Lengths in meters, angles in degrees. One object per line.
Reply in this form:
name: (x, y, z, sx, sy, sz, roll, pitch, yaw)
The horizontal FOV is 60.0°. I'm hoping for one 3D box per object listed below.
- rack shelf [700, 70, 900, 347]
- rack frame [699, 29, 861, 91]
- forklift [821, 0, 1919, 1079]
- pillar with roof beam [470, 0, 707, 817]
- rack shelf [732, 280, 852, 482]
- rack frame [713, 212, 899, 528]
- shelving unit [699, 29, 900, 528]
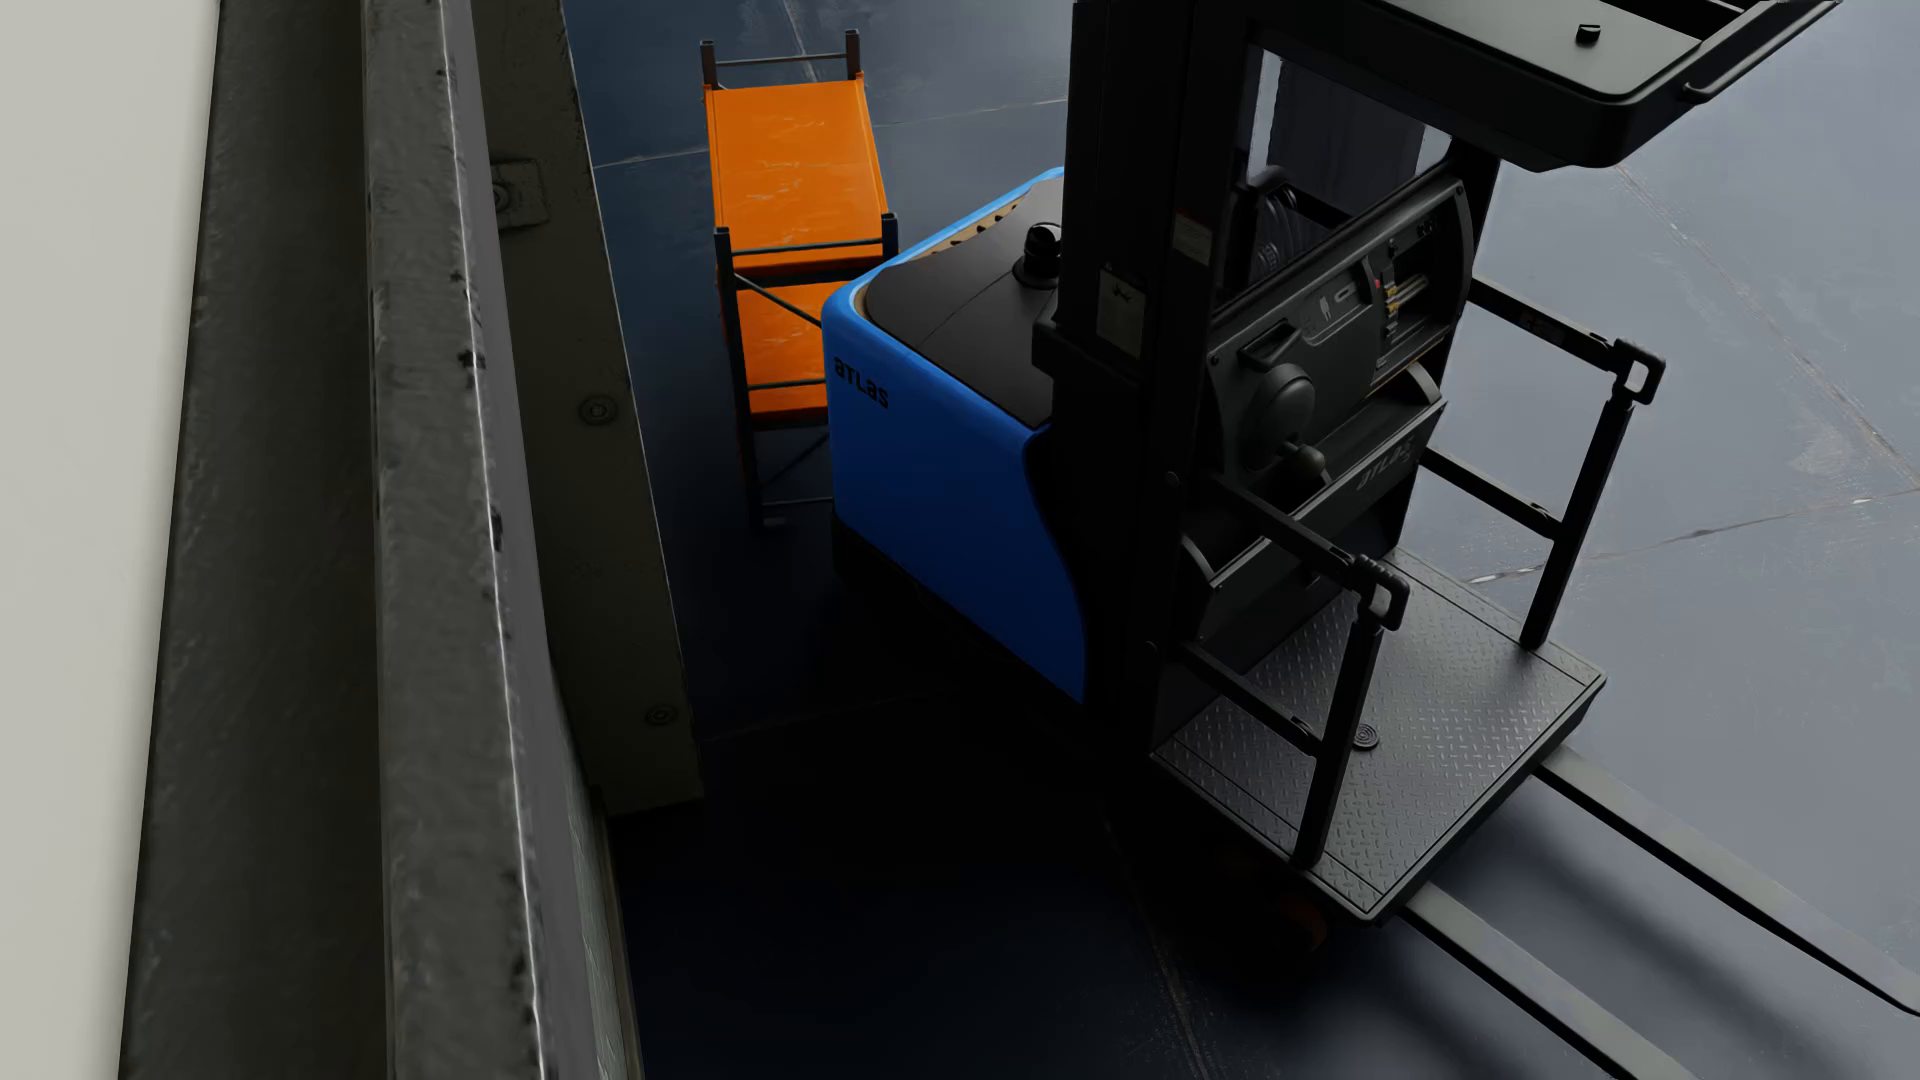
rack shelf: (-0.493, -1.032, 5.064, 0.538, 0.278, 1.000, -6, 46, -6)
rack frame: (-0.567, -1.186, 5.625, 0.500, 1.125, 0.032, -6, 46, -6)
forklift: (1.004, -0.394, 3.584, 1.130, 2.935, 3.031, -35, 55, -29)
pillar with roof beam: (3.269, -3.344, 2.226, 9.100, 9.000, 0.400, -11, 47, -10)
rack shelf: (-0.493, -0.656, 5.447, 0.538, 0.278, 1.000, -6, 46, -6)
rack frame: (-0.419, -0.468, 4.921, 0.500, 1.125, 0.032, -6, 46, -6)
shelving unit: (-0.493, -0.827, 5.273, 0.538, 1.125, 1.048, -6, 46, -6)
